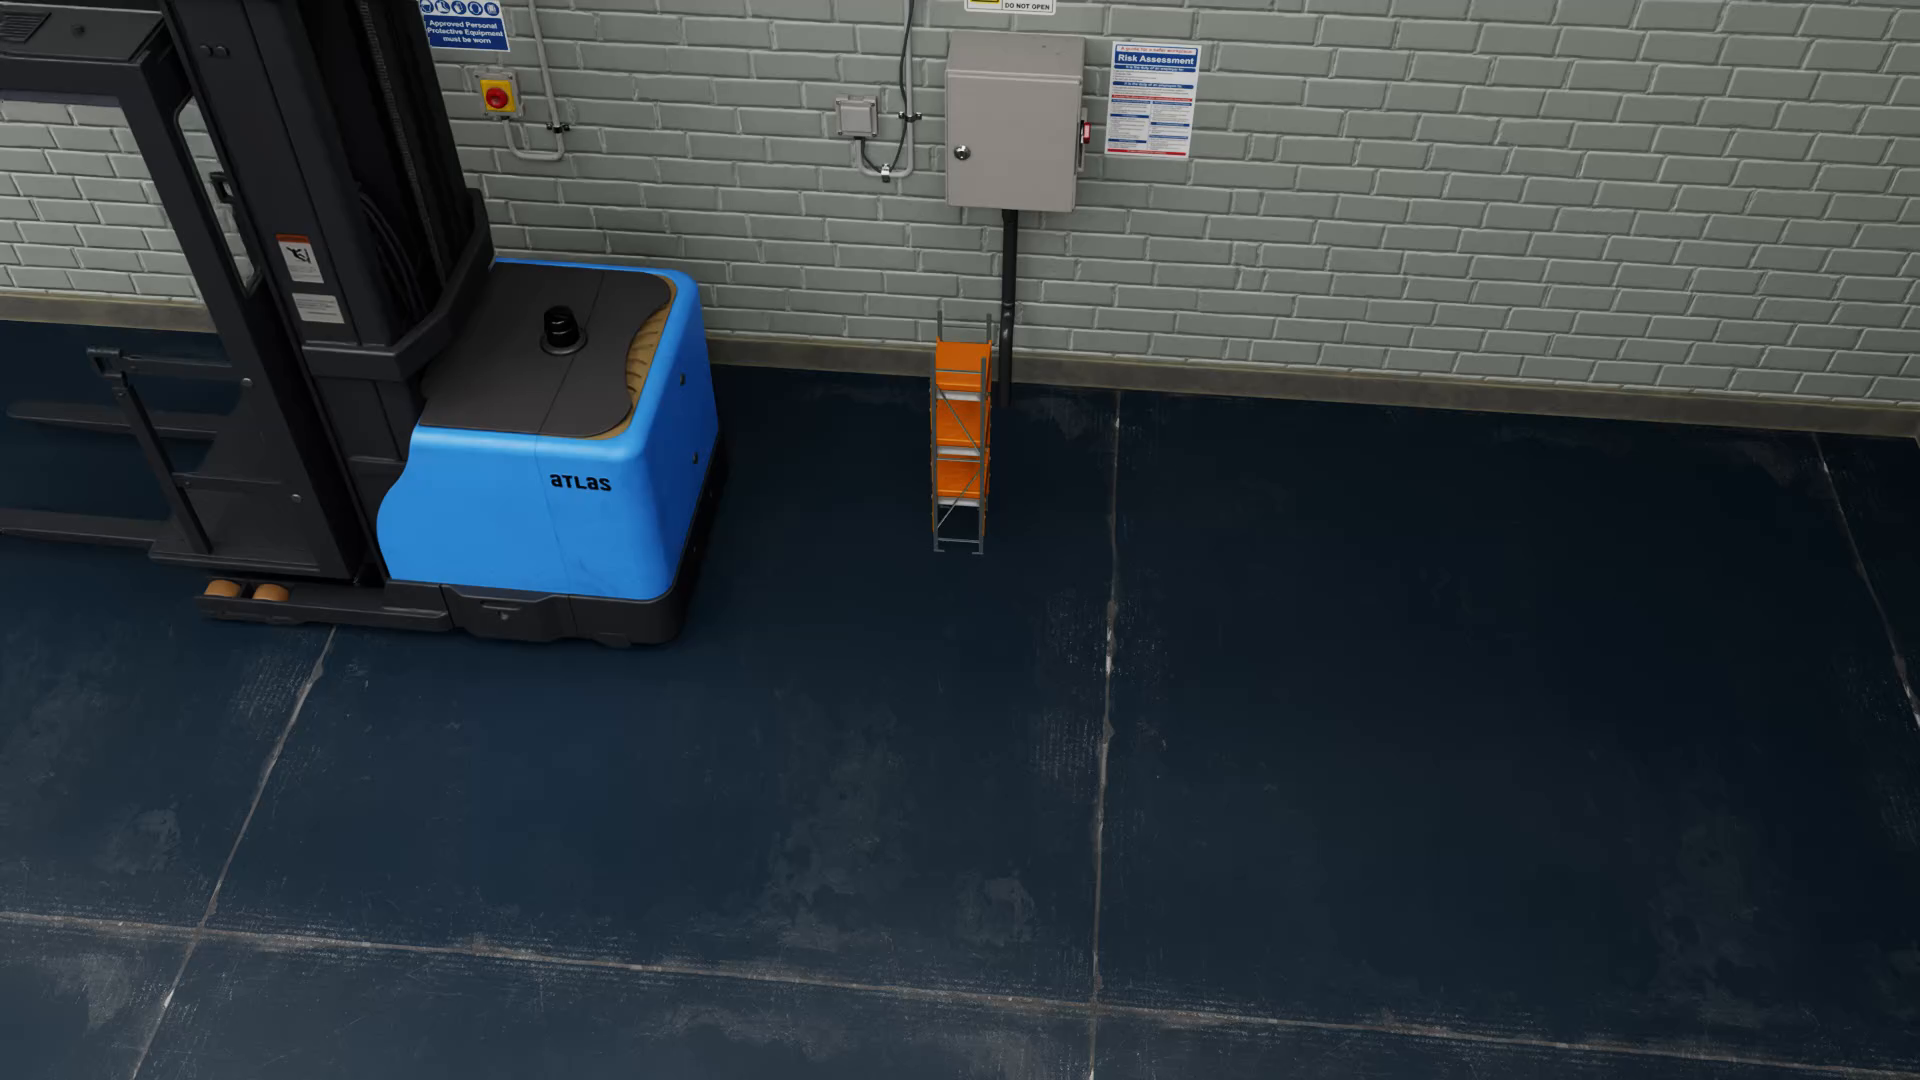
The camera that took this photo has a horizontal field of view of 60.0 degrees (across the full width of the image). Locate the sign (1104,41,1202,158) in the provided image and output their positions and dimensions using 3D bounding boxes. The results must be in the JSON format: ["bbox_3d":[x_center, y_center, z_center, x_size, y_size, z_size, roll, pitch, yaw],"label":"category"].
[{"bbox_3d":[0.730,-1.672,6.337,0.329,0.494,0.001,4,48,4],"label":"sign"}]

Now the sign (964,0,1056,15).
[{"bbox_3d":[0.183,-2.020,6.031,0.339,0.242,0.001,4,48,4],"label":"sign"}]

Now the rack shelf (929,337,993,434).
[{"bbox_3d":[0.005,-0.578,6.223,0.215,0.259,0.240,4,48,4],"label":"rack shelf"}]

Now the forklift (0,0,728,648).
[{"bbox_3d":[-2.521,-1.045,5.745,3.031,2.935,1.130,5,48,4],"label":"forklift"}]

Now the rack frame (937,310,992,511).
[{"bbox_3d":[0.016,-0.483,6.507,0.200,1.050,0.008,4,48,4],"label":"rack frame"}]

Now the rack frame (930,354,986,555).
[{"bbox_3d":[-0.006,-0.304,6.343,0.200,1.050,0.008,4,48,4],"label":"rack frame"}]

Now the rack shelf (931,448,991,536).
[{"bbox_3d":[0.005,-0.199,6.637,0.215,0.259,0.240,4,48,4],"label":"rack shelf"}]

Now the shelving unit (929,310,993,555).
[{"bbox_3d":[0.005,-0.394,6.425,0.215,1.050,0.252,4,48,4],"label":"shelving unit"}]

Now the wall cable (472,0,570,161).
[{"bbox_3d":[-1.860,-2.187,6.034,0.585,1.953,0.123,4,48,4],"label":"wall cable"}]

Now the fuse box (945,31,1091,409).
[{"bbox_3d":[0.219,-1.150,6.668,0.539,1.711,0.414,4,48,4],"label":"fuse box"}]

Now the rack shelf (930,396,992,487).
[{"bbox_3d":[0.005,-0.387,6.432,0.215,0.259,0.240,4,48,4],"label":"rack shelf"}]

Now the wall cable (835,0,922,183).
[{"bbox_3d":[-0.446,-2.090,5.966,0.588,1.984,0.122,4,48,4],"label":"wall cable"}]

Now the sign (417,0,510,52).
[{"bbox_3d":[-1.902,-1.973,6.365,0.327,0.218,0.001,4,48,4],"label":"sign"}]
